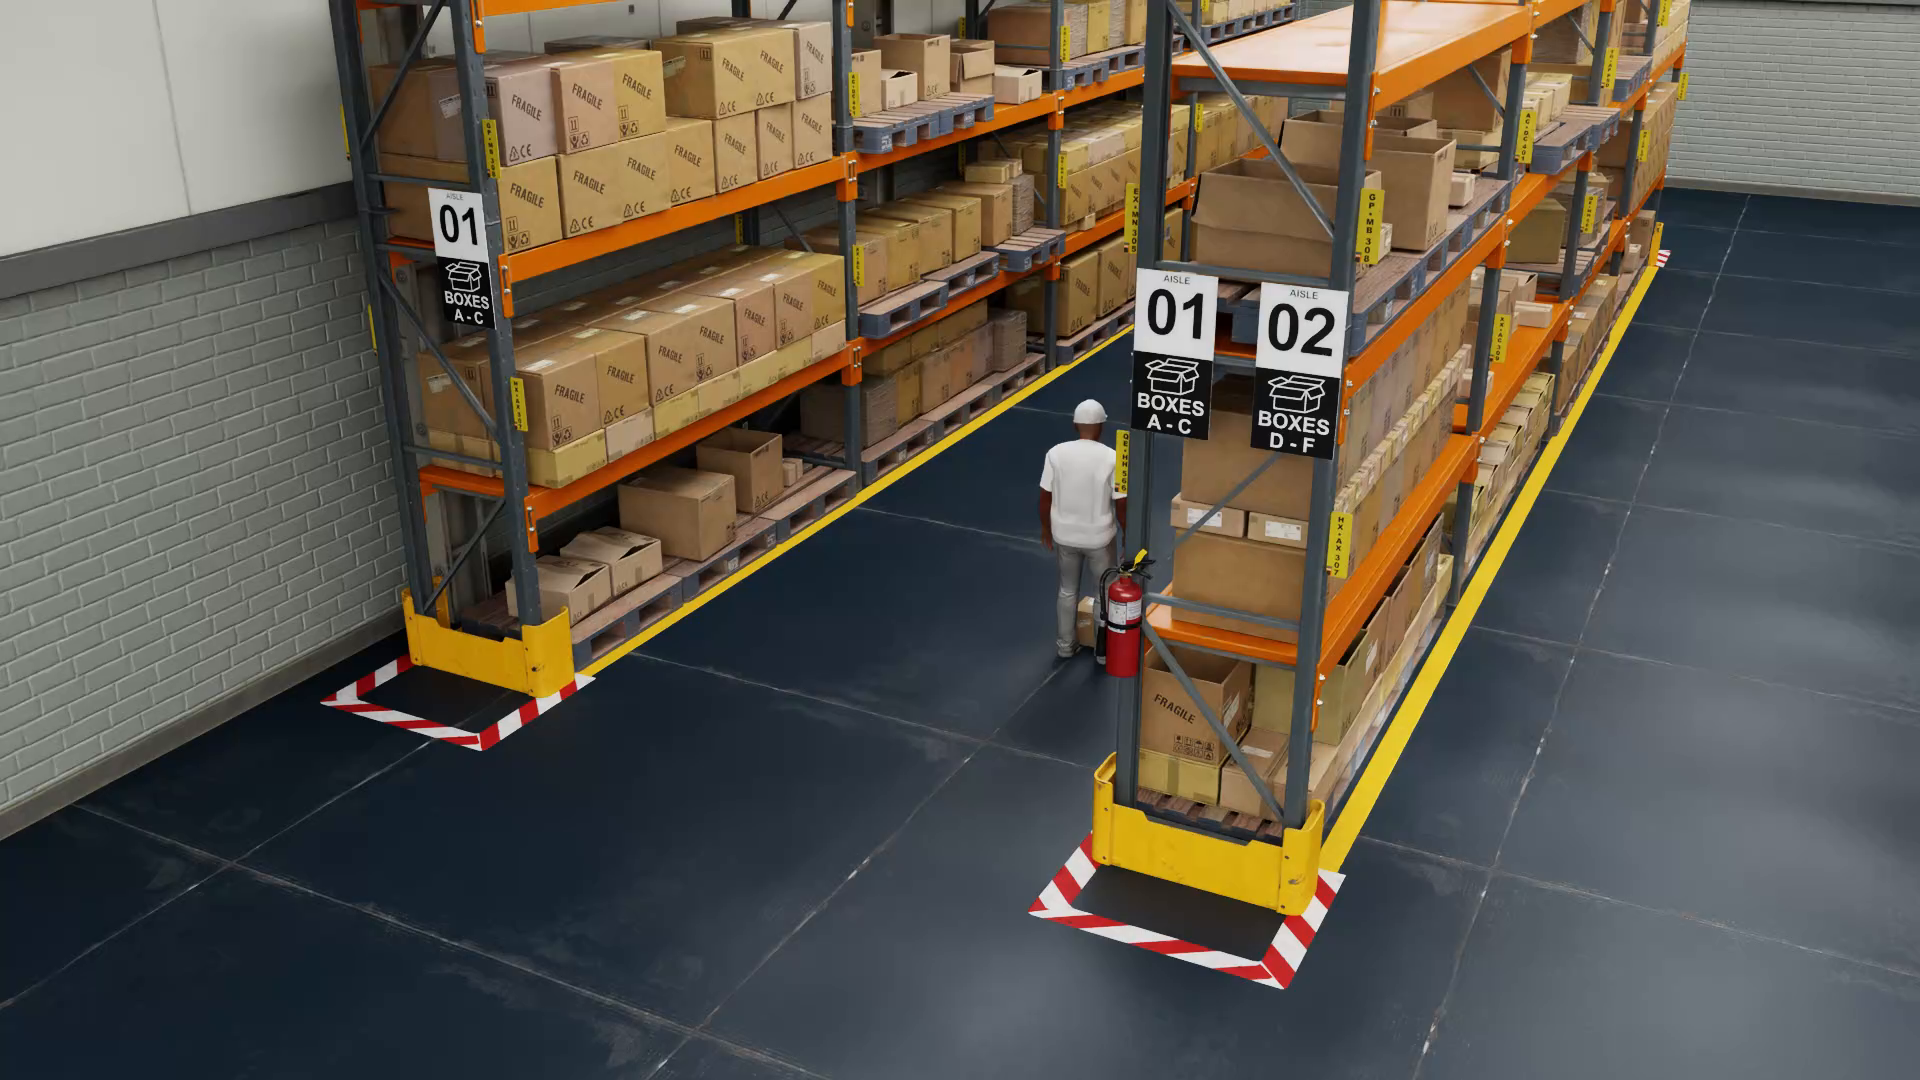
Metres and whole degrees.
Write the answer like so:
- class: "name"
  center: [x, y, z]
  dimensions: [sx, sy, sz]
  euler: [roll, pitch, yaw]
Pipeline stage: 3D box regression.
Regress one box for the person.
- class: "person"
  center: [0.827, -0.053, 10.855]
  dimensions: [0.632, 1.759, 0.462]
  euler: [9, 24, 21]
